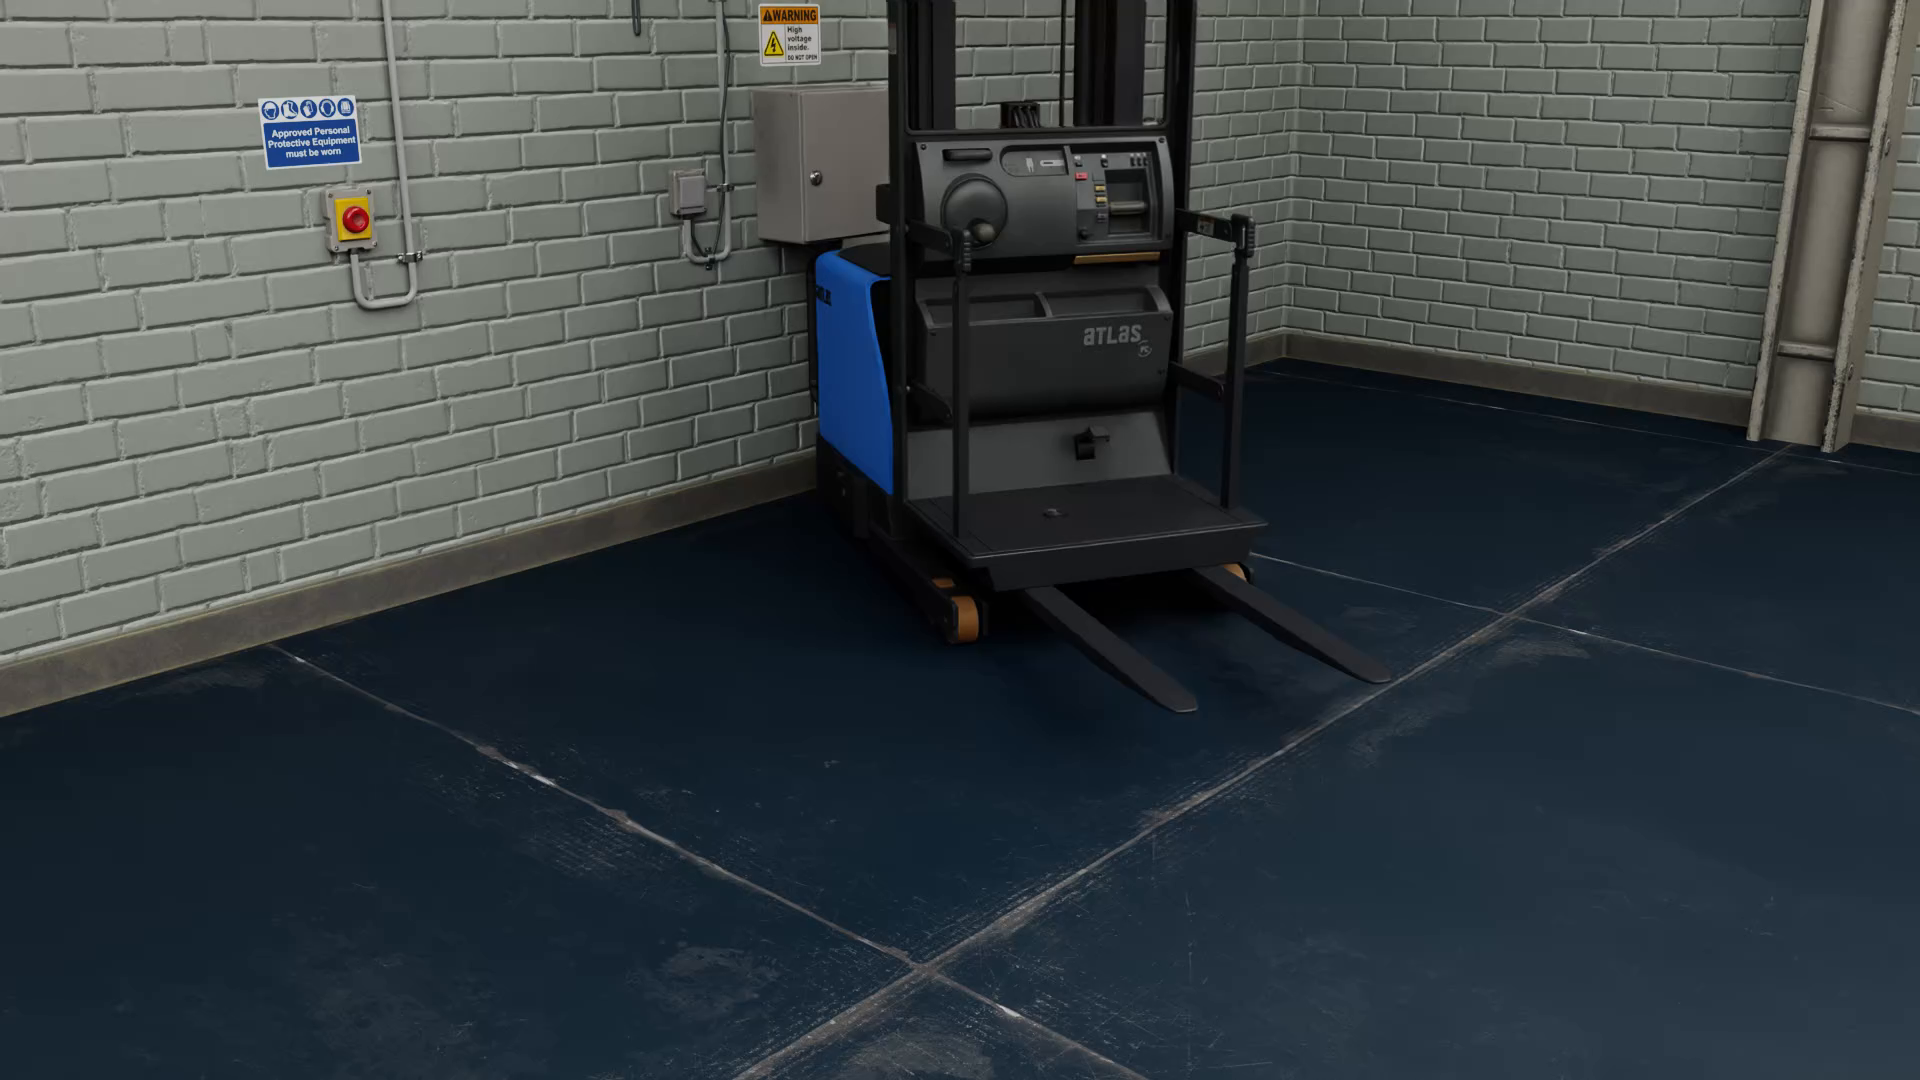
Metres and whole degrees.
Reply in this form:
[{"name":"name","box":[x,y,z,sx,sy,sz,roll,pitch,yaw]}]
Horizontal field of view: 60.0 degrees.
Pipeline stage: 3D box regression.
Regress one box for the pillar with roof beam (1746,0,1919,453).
[{"name":"pillar with roof beam","box":[1.250,-3.804,3.721,0.400,9.000,9.100,15,23,39]}]

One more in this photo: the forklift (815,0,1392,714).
[{"name":"forklift","box":[0.376,-1.190,5.515,1.130,2.935,3.031,-6,19,-19]}]

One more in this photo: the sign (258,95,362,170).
[{"name":"sign","box":[-2.076,-1.306,5.323,0.001,0.218,0.327,15,23,39]}]

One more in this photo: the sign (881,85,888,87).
[{"name":"sign","box":[-0.322,-1.730,7.262,0.001,0.494,0.329,15,23,39]}]

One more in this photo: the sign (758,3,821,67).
[{"name":"sign","box":[-0.687,-2.045,6.731,0.001,0.242,0.339,15,23,39]}]

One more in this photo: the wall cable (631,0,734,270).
[{"name":"wall cable","box":[-1.066,-1.984,6.224,0.122,1.984,0.588,15,23,39]}]

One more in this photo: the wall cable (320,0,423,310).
[{"name":"wall cable","box":[-1.999,-1.675,5.201,0.123,1.953,0.585,15,23,39]}]

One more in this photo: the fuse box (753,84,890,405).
[{"name":"fuse box","box":[-0.495,-1.008,6.959,0.414,1.711,0.539,15,23,39]}]
